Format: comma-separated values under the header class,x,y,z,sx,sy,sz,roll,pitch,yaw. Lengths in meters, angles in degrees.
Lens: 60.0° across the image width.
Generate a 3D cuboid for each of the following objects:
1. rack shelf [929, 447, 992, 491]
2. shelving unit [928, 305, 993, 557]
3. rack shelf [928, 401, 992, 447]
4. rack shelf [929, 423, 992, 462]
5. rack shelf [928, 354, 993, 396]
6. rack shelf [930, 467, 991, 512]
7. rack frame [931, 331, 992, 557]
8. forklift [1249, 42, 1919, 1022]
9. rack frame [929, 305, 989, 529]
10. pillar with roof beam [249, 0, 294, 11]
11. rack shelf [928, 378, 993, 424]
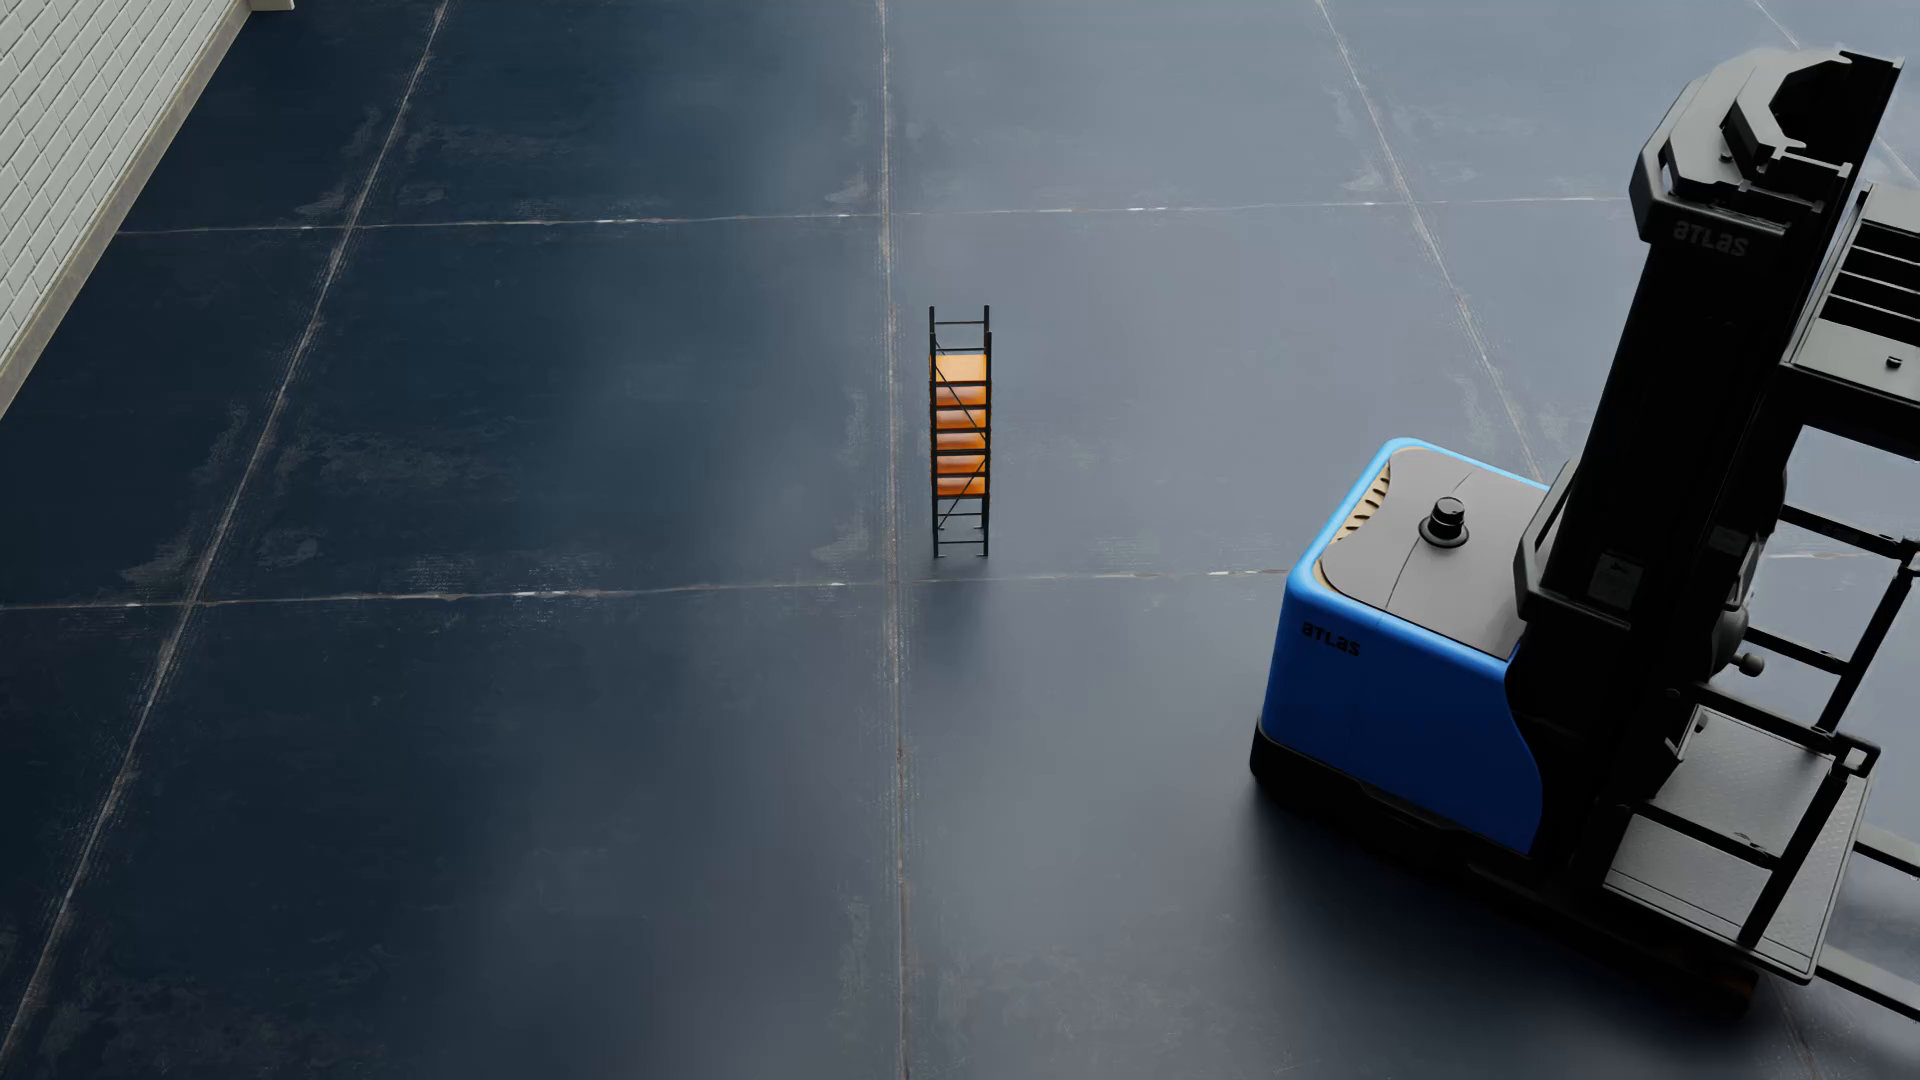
class,x,y,z,sx,sy,sz,roll,pitch,yaw
rack shelf,0.001,-0.311,7.095,0.258,0.103,0.180,-2,43,-2
shelving unit,0.001,-0.433,6.984,0.258,1.200,0.189,-2,43,-2
rack shelf,0.001,-0.488,6.933,0.258,0.103,0.180,-2,43,-2
rack shelf,0.001,-0.400,7.014,0.258,0.103,0.180,-2,43,-2
rack shelf,0.001,-0.665,6.770,0.258,0.103,0.180,-2,43,-2
rack shelf,0.001,-0.223,7.176,0.258,0.103,0.180,-2,43,-2
rack frame,0.005,-0.371,6.916,0.240,1.200,0.006,-2,43,-2
forklift,2.621,0.117,5.103,3.031,2.935,1.130,24,48,24
rack frame,-0.003,-0.494,7.051,0.240,1.200,0.006,-2,43,-2
pillar with roof beam,-0.416,-7.188,8.582,9.100,9.000,0.400,-2,43,-2
rack shelf,0.001,-0.577,6.851,0.258,0.103,0.180,-2,43,-2
